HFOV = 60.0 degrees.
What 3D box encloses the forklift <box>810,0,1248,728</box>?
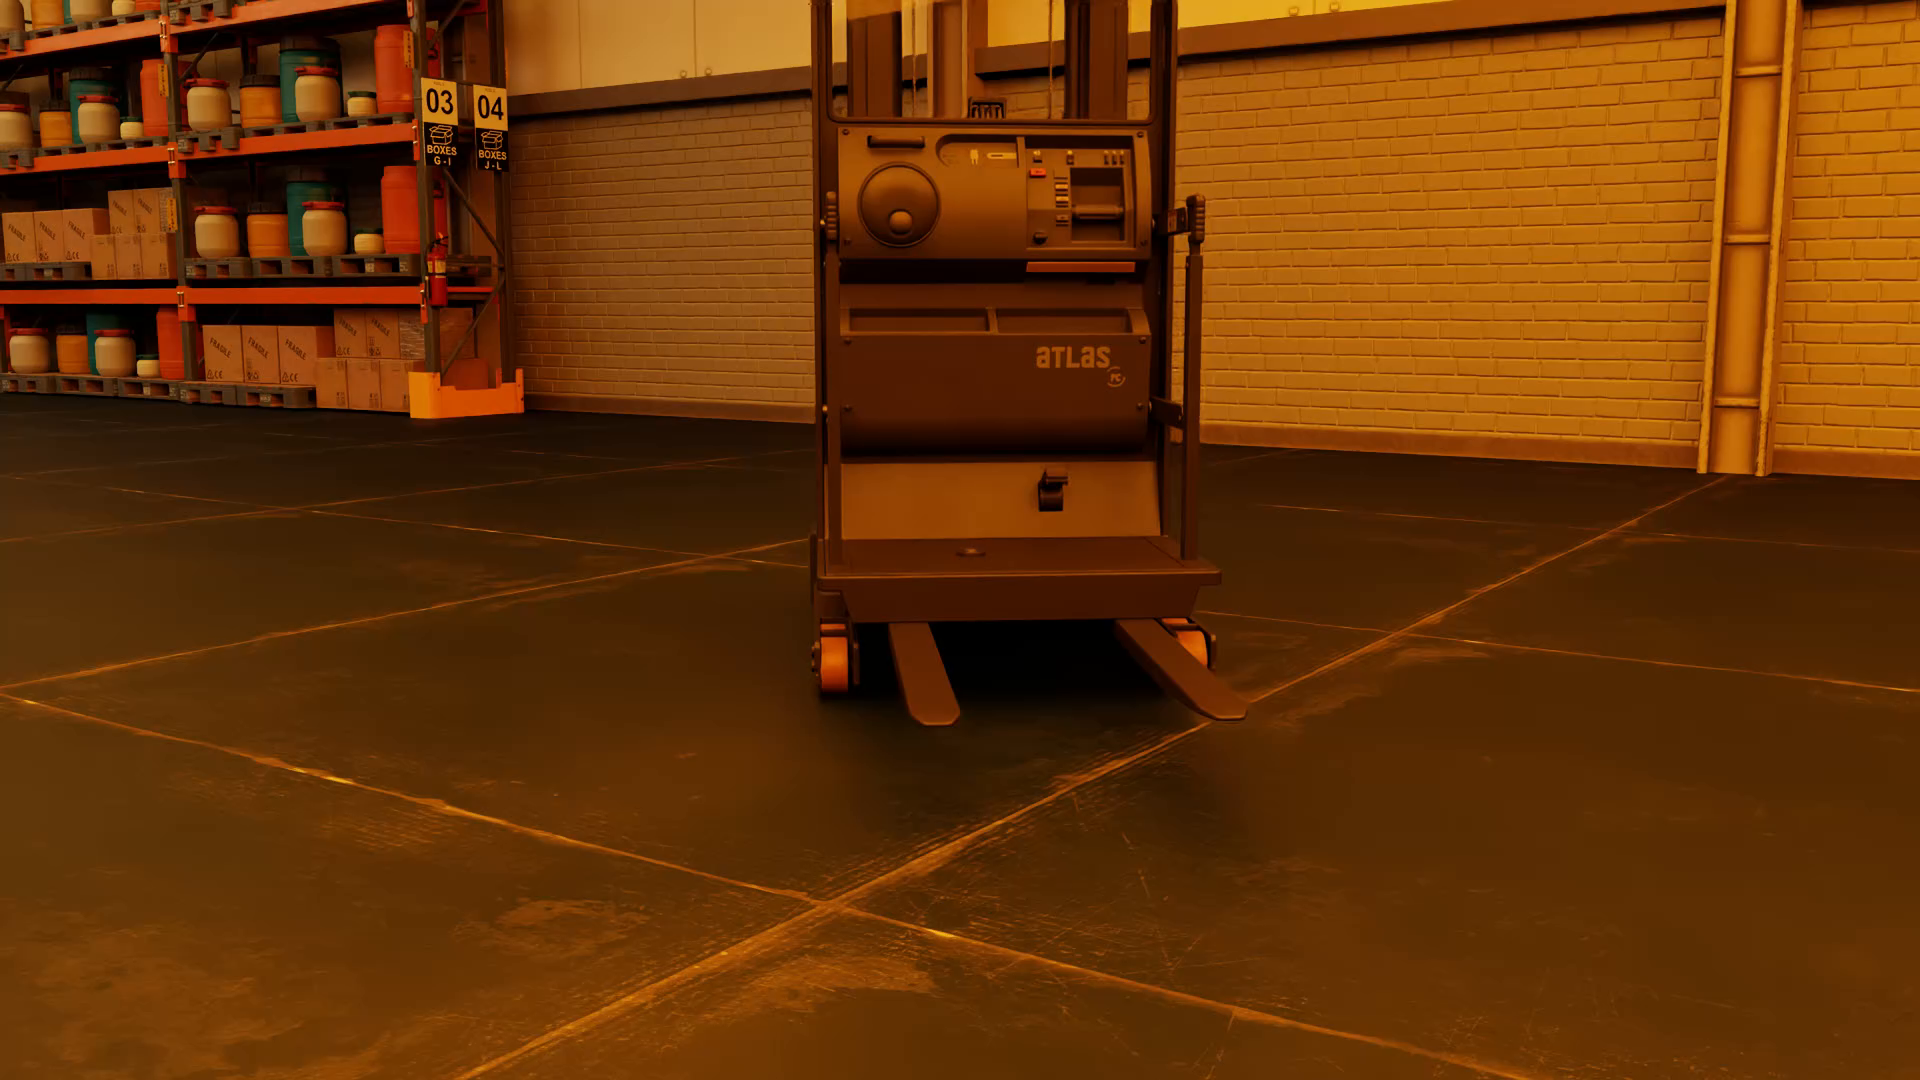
[{"bbox_3d":[0.124,-1.072,4.728,1.130,2.935,3.031,-1,8,-5],"label":"forklift"}]
